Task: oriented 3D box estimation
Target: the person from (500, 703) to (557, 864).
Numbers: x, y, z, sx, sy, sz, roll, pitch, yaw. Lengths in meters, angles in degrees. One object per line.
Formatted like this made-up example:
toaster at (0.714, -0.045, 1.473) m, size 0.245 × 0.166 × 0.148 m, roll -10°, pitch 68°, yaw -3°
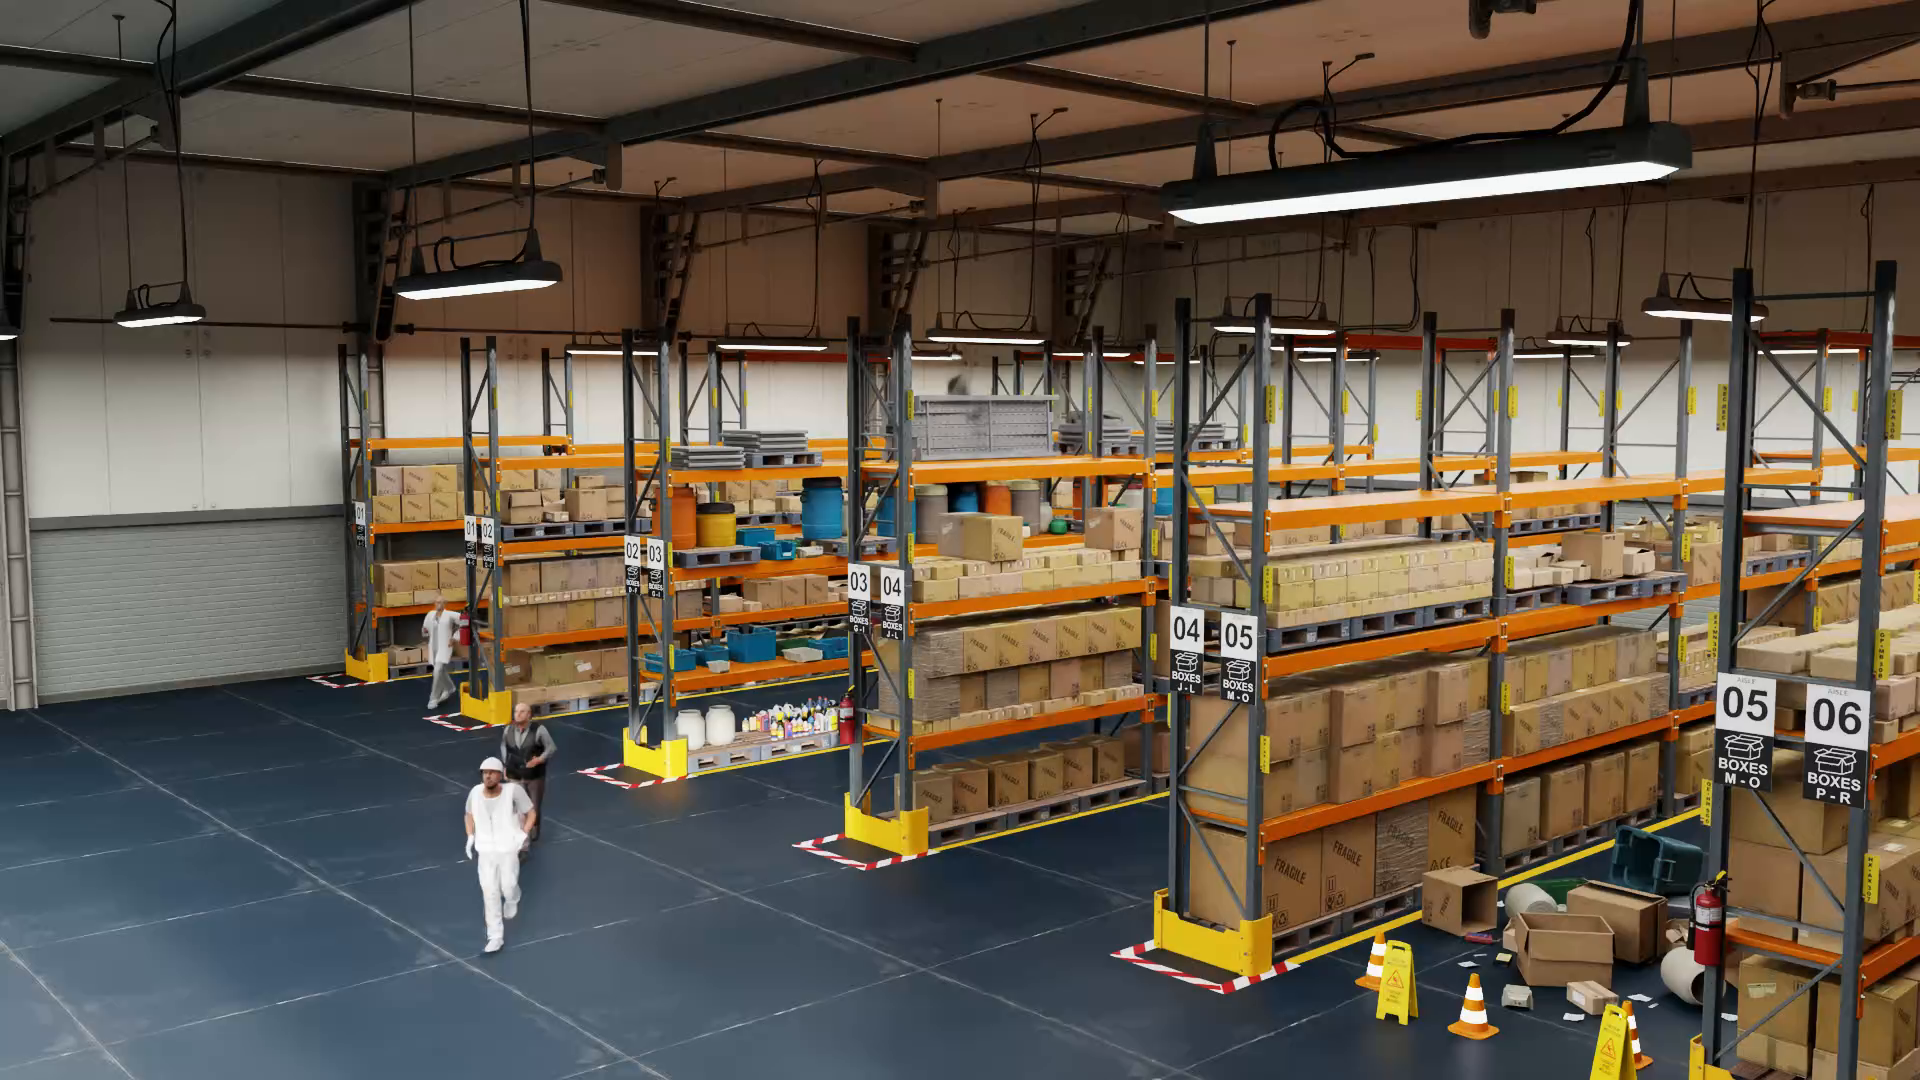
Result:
person at (-4.812, 2.662, 18.510) m, size 0.651 × 1.728 × 0.843 m, roll 0°, pitch 5°, yaw -2°

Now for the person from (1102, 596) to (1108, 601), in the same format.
person at (2.626, 1.429, 32.201) m, size 0.581 × 1.664 × 0.932 m, roll 4°, pitch 6°, yaw 37°

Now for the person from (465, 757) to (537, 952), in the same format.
person at (-4.301, 2.851, 15.611) m, size 0.679 × 1.709 × 0.645 m, roll 0°, pitch 5°, yaw -2°

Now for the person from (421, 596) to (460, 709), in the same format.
person at (-8.514, 1.873, 27.405) m, size 0.720 × 1.790 × 0.806 m, roll 2°, pitch 5°, yaw 21°
